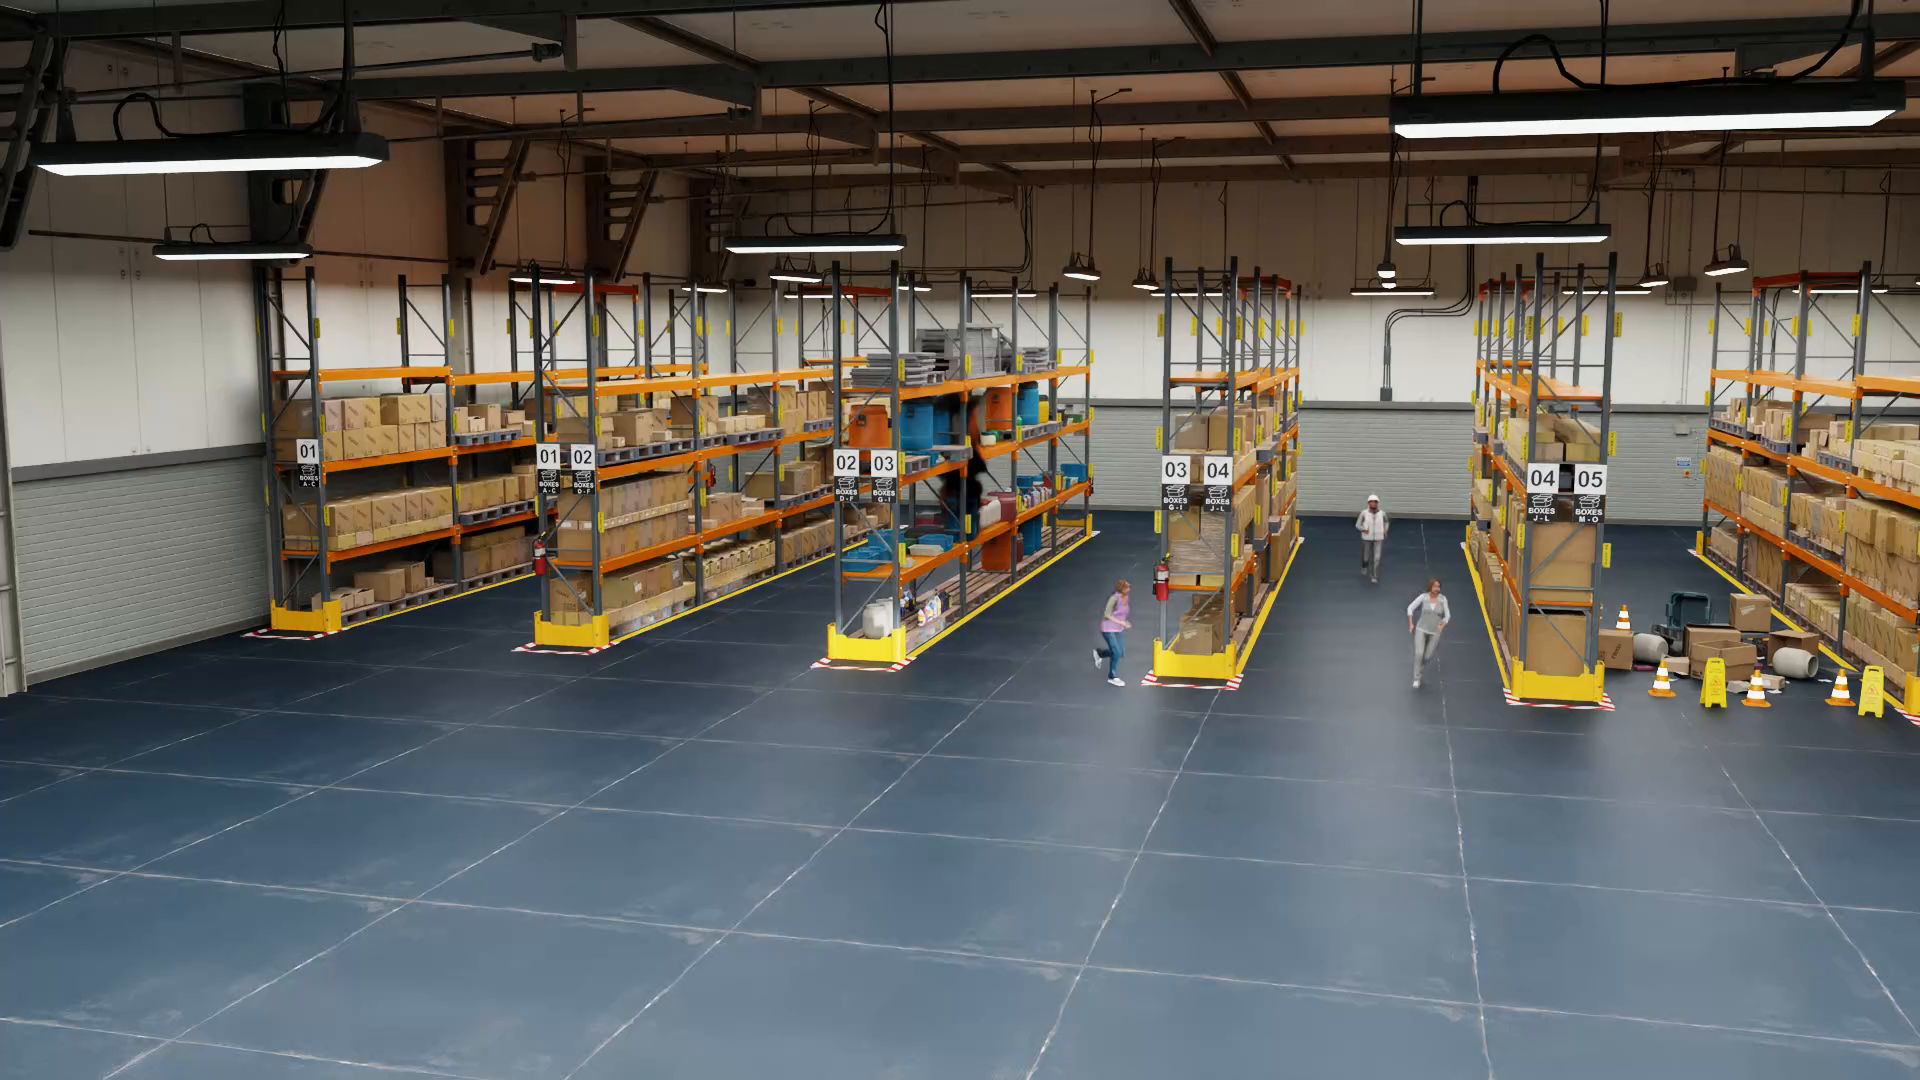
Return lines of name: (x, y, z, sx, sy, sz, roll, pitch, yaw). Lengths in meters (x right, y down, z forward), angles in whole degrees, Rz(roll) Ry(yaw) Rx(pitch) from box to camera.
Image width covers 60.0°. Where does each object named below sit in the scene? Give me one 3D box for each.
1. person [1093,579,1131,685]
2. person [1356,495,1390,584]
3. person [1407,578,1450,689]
person: (2.151, 1.287, 23.477, 0.506, 1.540, 0.689, -7, 10, -44)
person: (8.174, -0.027, 32.921, 0.669, 1.733, 0.760, 1, 7, 7)
person: (6.578, 1.305, 23.388, 0.586, 1.575, 0.612, 1, 7, 11)
